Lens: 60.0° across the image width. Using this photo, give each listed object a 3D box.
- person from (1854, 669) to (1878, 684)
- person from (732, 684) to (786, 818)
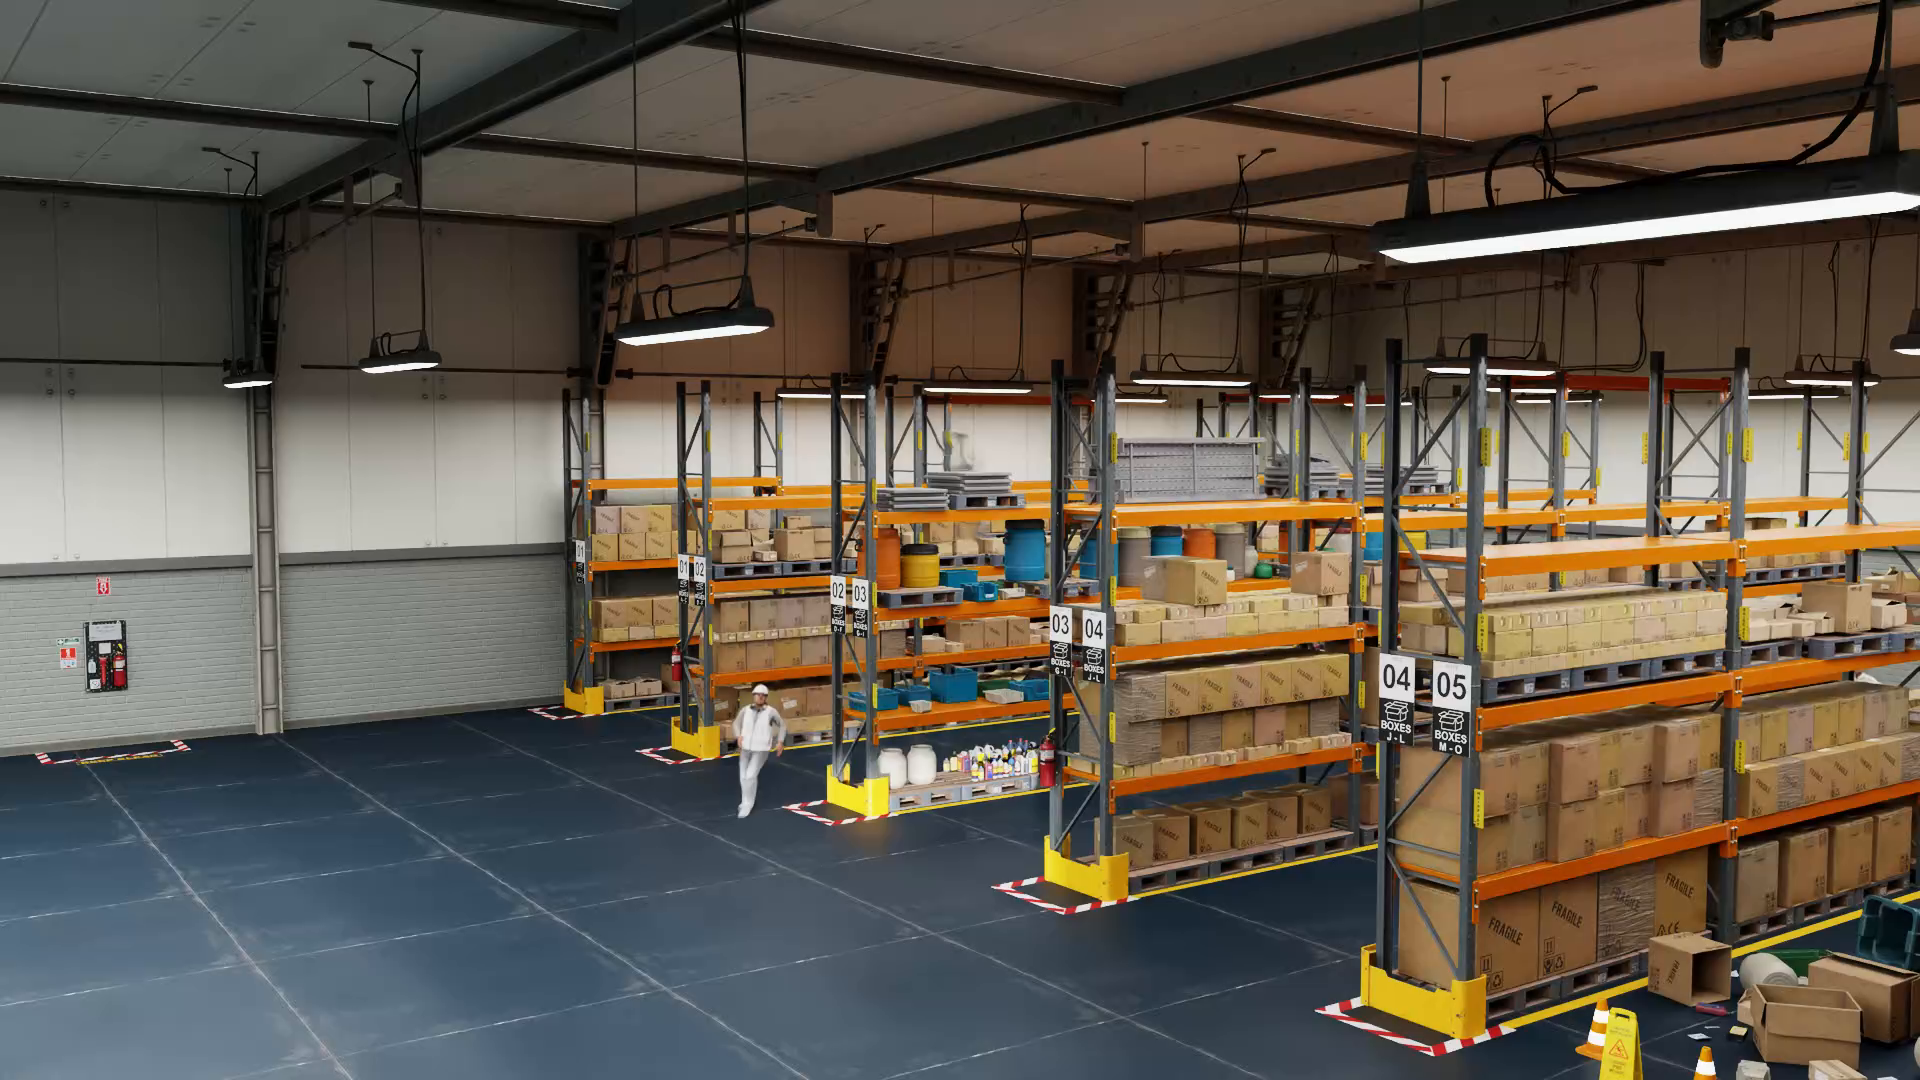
[{"bbox_3d":[13.552,2.667,25.113,0.765,1.835,0.660,-3,5,-40],"label":"person"},{"bbox_3d":[-2.771,2.847,22.551,0.702,1.778,0.645,1,4,16],"label":"person"}]
